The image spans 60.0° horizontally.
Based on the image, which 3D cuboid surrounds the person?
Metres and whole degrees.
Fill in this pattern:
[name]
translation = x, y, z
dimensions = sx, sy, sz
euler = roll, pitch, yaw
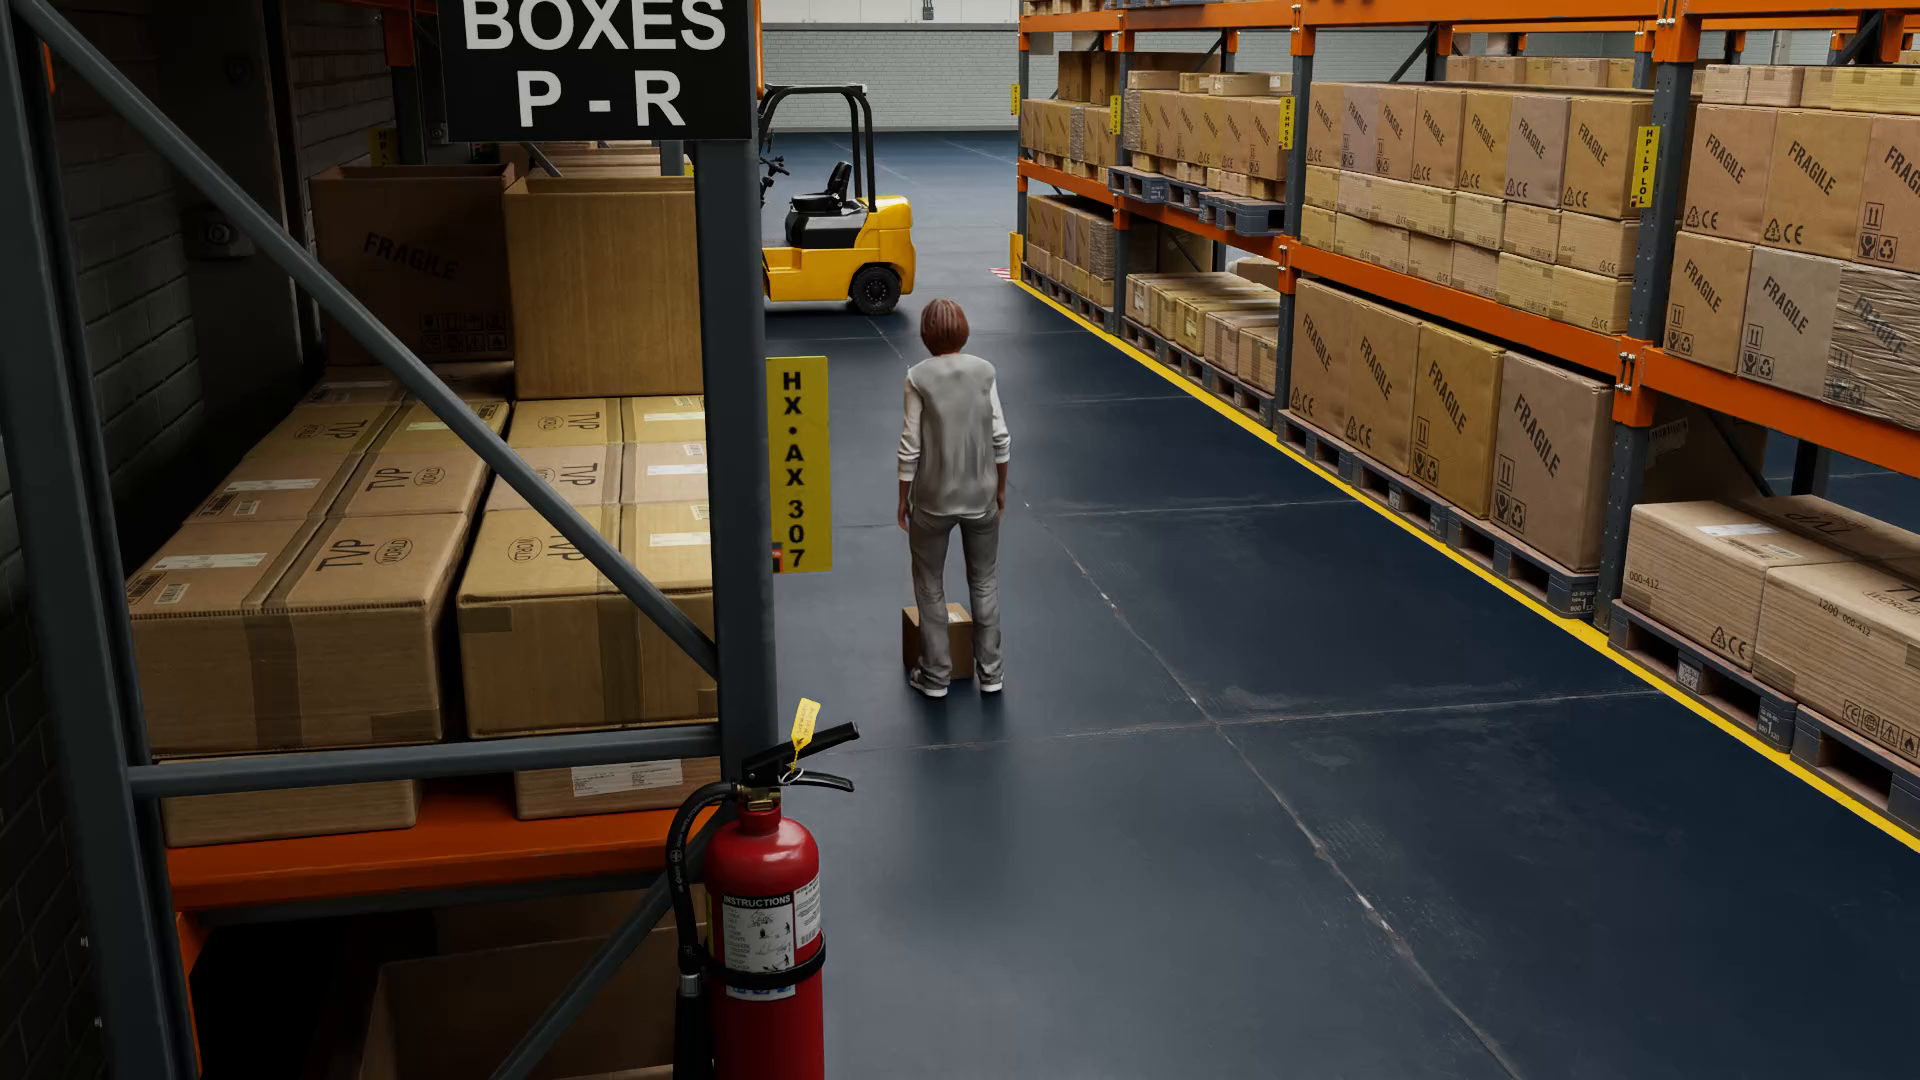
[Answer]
[person]
translation = -0.026, -0.150, 6.561
dimensions = 0.473, 1.592, 0.351
euler = -5, 17, -16
